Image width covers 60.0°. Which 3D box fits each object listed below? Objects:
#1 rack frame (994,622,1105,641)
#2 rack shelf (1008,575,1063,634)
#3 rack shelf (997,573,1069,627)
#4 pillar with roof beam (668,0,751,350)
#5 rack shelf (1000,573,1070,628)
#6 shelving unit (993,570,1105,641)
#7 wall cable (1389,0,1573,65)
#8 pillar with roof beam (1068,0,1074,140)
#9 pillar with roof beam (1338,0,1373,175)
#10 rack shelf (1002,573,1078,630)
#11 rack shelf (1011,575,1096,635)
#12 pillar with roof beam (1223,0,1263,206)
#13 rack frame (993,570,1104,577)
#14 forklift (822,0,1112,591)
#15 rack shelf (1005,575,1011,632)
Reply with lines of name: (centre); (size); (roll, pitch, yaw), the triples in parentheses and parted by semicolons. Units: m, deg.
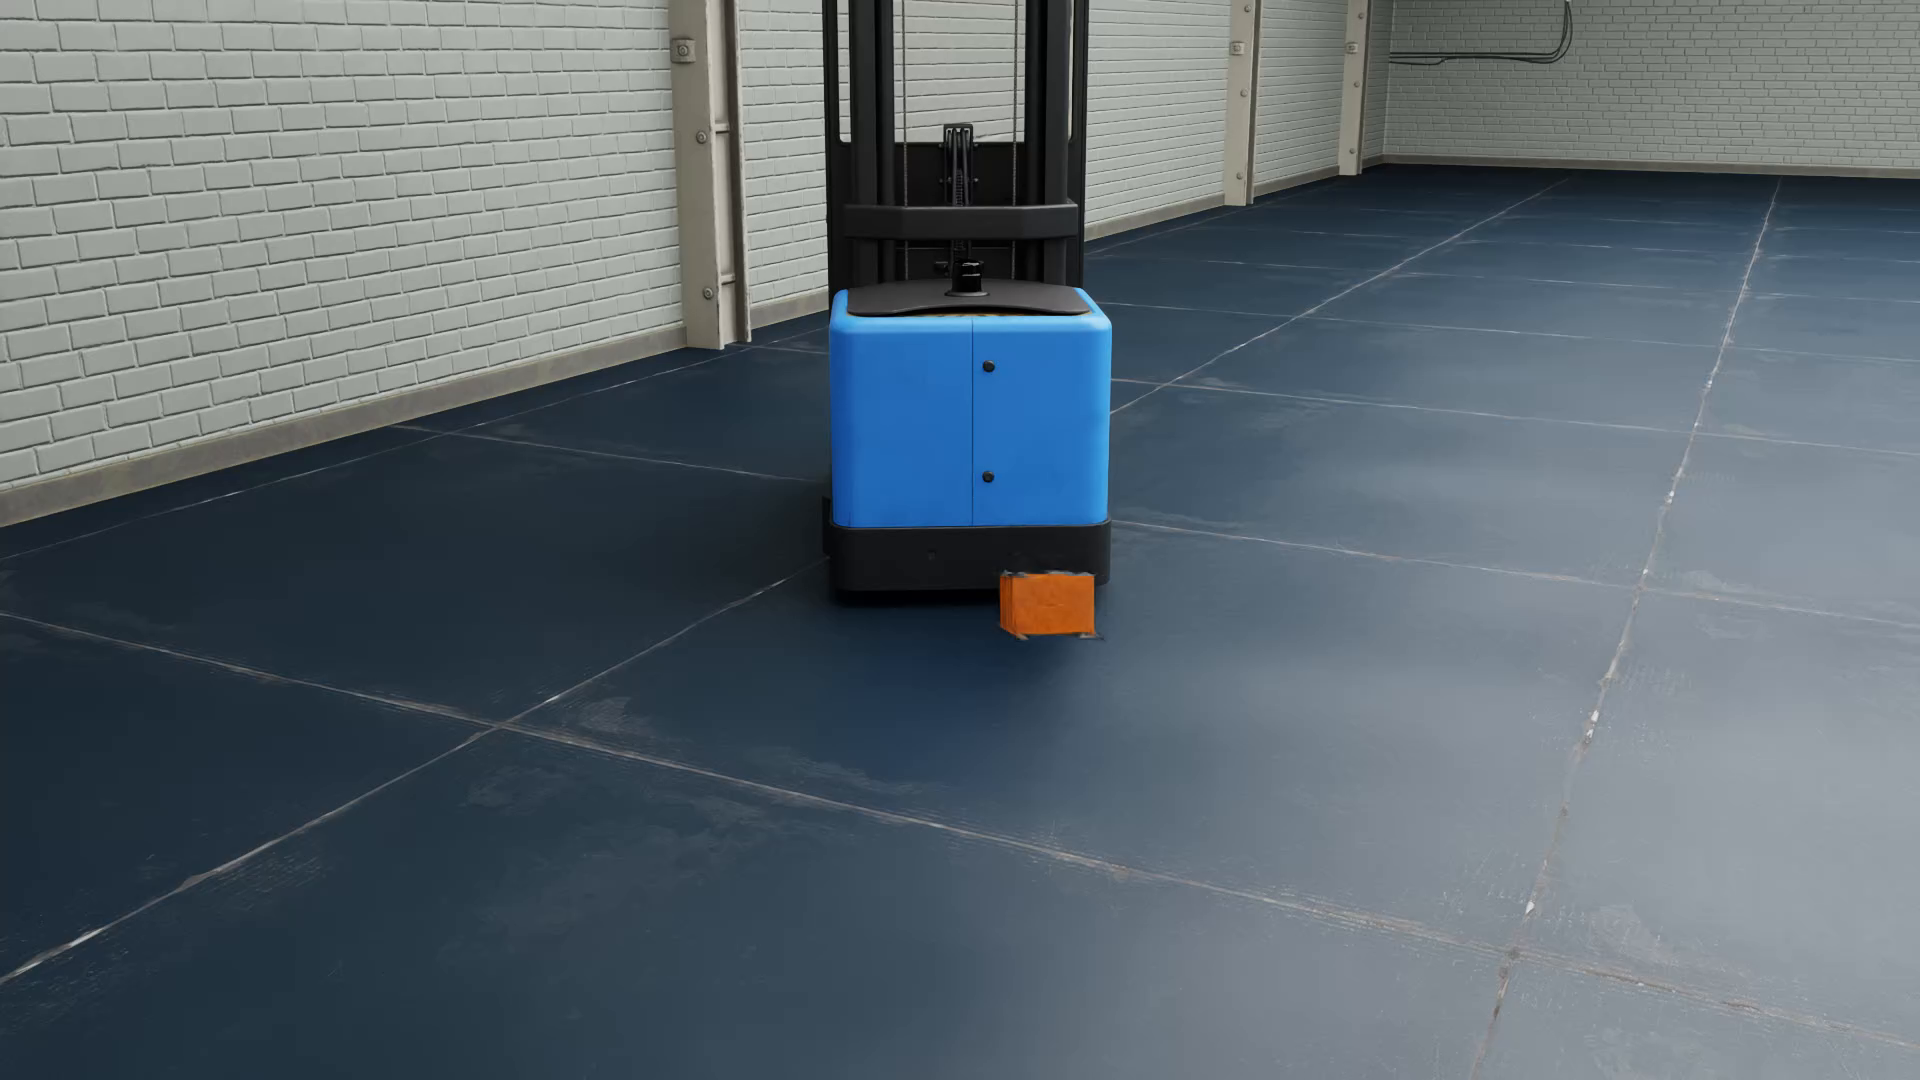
rack frame: (0.271, 0.291, 5.400); (0.240, 0.006, 1.200); (-1, 0, -3)
rack shelf: (0.279, 0.198, 5.205); (0.258, 0.180, 0.103); (-1, 0, -3)
rack shelf: (0.256, 0.202, 5.684); (0.258, 0.180, 0.103); (-1, 0, -3)
pillar with roof beam: (2.152, -5.144, 8.539); (9.100, 9.000, 0.400); (8, 18, 25)
rack shelf: (0.262, 0.201, 5.565); (0.258, 0.180, 0.103); (-1, 0, -3)
shelving unit: (0.269, 0.200, 5.400); (0.258, 0.189, 1.200); (-1, 0, -3)
wall cable: (8.844, -9.371, 28.222); (3.097, 2.526, 0.112); (8, 18, 25)
pillar with roof beam: (4.833, -6.673, 13.685); (9.100, 9.000, 0.400); (8, 18, 25)
pillar with roof beam: (10.196, -9.729, 23.976); (9.100, 9.000, 0.400); (8, 18, 25)
rack shelf: (0.267, 0.200, 5.445); (0.258, 0.180, 0.103); (-1, 0, -3)
rack shelf: (0.284, 0.197, 5.085); (0.258, 0.180, 0.103); (-1, 0, -3)
pillar with roof beam: (7.515, -8.201, 18.830); (9.100, 9.000, 0.400); (8, 18, 25)
rack frame: (0.268, 0.108, 5.401); (0.240, 0.006, 1.200); (-1, 0, -3)
forklift: (-0.032, -1.584, 7.208); (1.130, 2.935, 3.031); (-1, 17, -3)
rack shelf: (0.273, 0.199, 5.325); (0.258, 0.180, 0.103); (-1, 0, -3)
